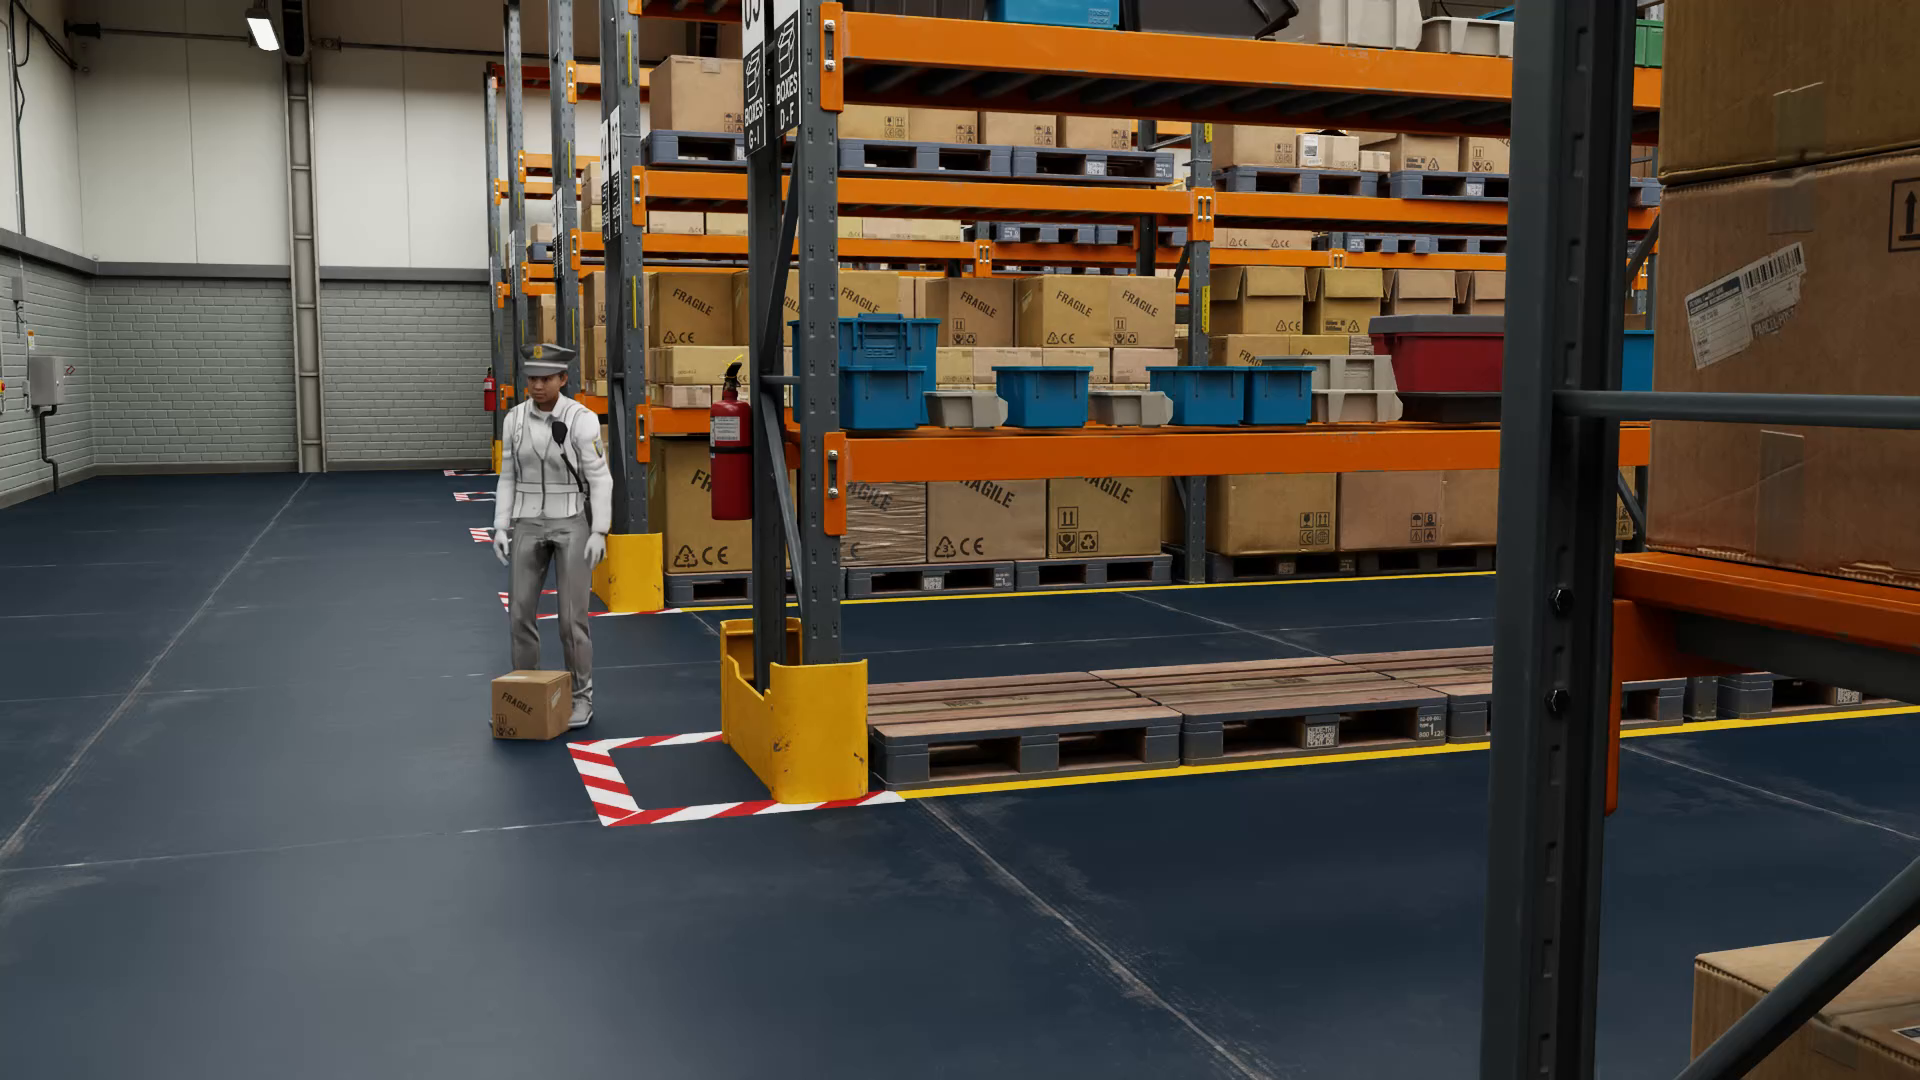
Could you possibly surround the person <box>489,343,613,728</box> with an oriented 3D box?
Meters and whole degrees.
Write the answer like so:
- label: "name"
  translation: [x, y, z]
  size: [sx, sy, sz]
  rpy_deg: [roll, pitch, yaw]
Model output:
- label: "person"
  translation: [-1.785, -0.021, 7.271]
  size: [0.526, 1.659, 0.374]
  rpy_deg: [1, 6, 9]
